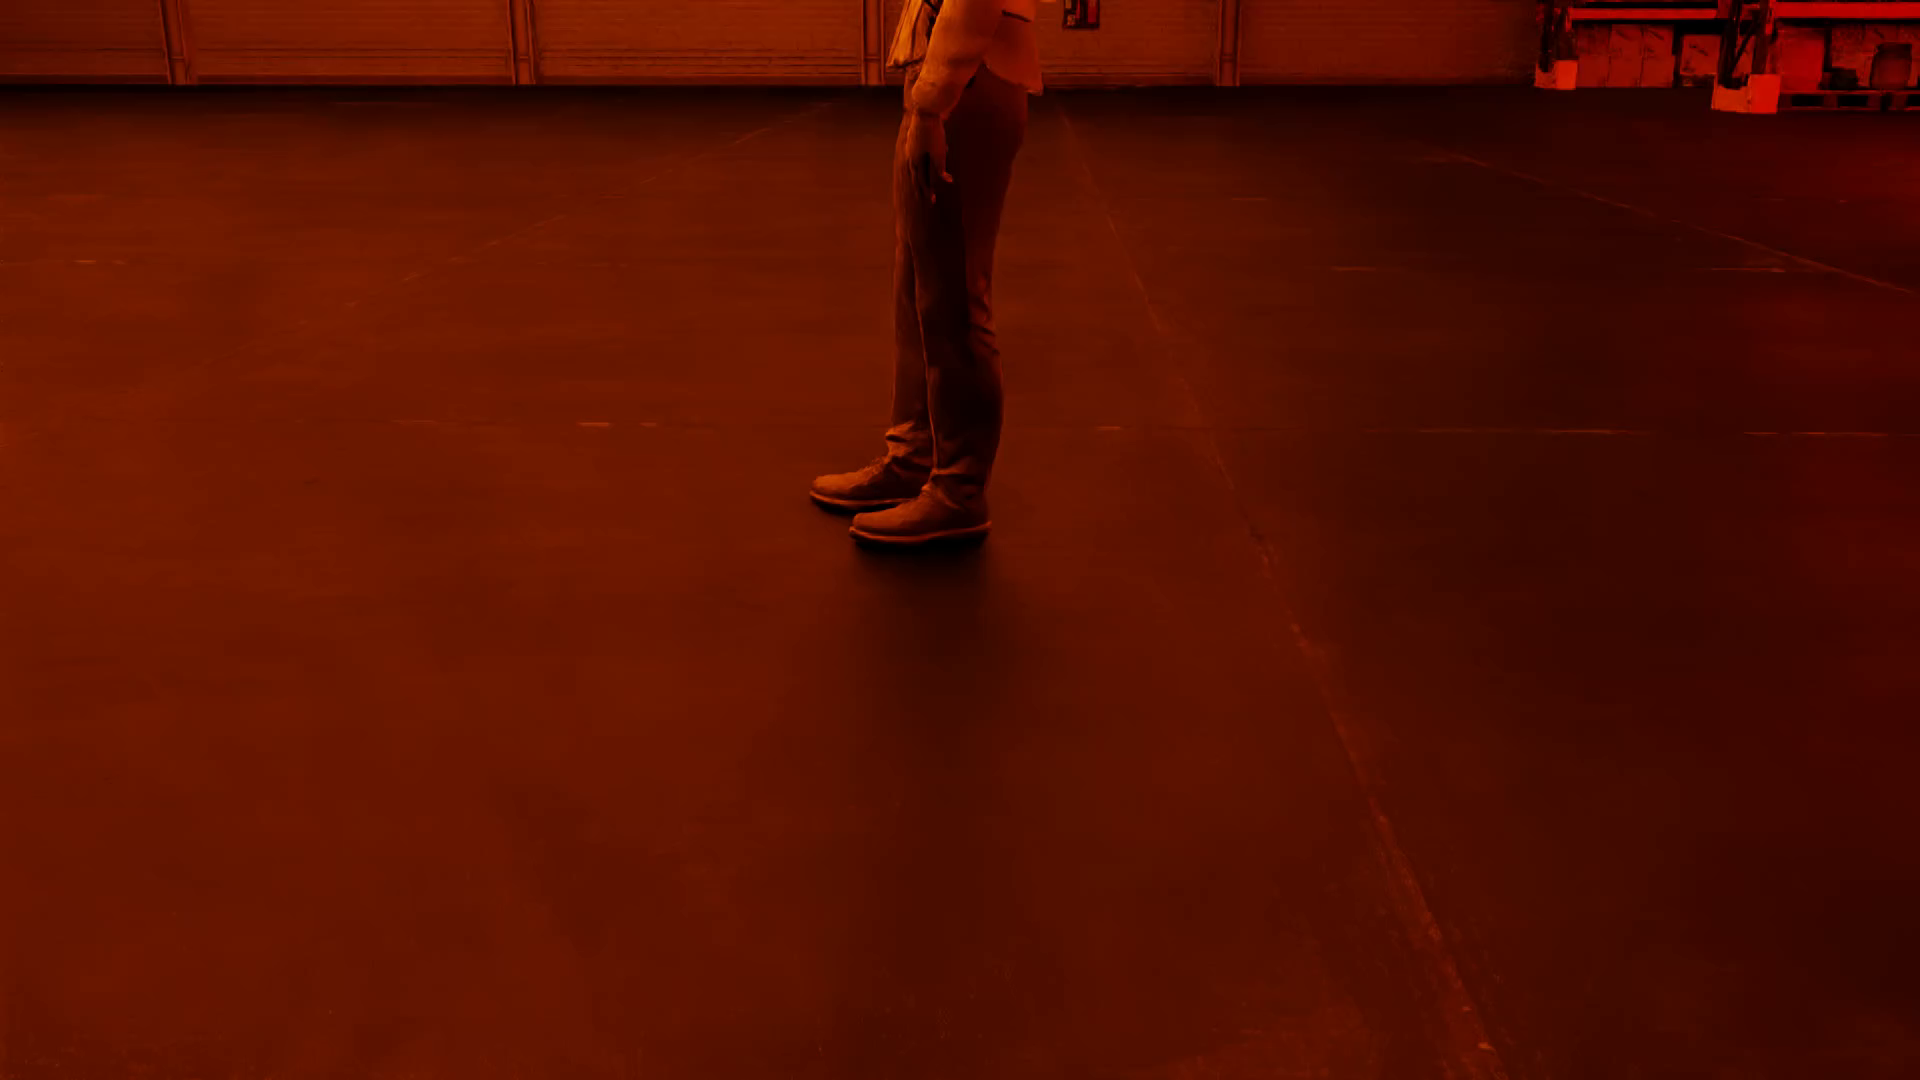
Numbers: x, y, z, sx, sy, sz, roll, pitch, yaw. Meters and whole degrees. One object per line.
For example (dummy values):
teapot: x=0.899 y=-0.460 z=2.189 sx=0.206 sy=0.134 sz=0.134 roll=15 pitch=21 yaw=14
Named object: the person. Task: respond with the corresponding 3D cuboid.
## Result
person: x=-0.067 y=-0.822 z=3.136 sx=0.532 sy=1.695 sz=0.568 roll=1 pitch=17 yaw=2
